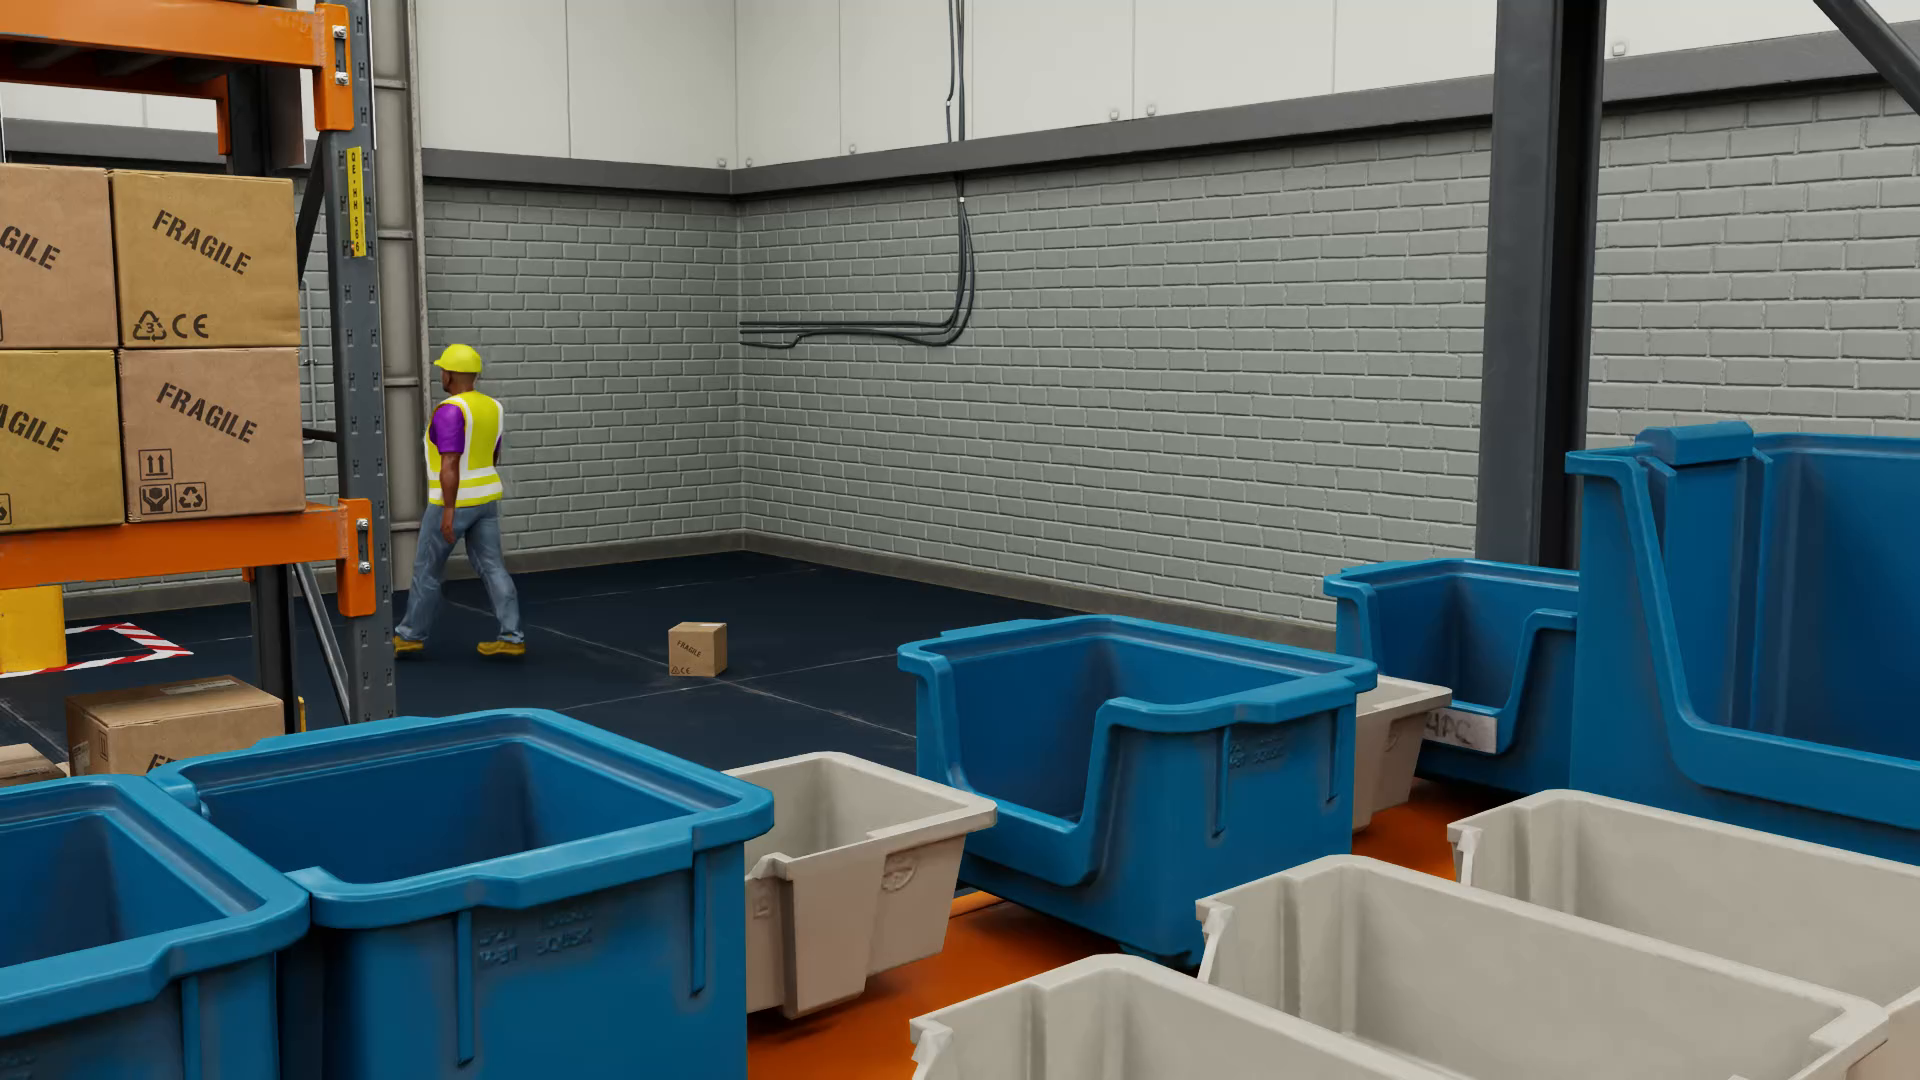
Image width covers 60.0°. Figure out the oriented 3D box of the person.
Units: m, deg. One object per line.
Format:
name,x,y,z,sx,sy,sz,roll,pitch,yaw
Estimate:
person,-2.833,-0.220,9.268,0.918,1.737,0.626,3,8,24
